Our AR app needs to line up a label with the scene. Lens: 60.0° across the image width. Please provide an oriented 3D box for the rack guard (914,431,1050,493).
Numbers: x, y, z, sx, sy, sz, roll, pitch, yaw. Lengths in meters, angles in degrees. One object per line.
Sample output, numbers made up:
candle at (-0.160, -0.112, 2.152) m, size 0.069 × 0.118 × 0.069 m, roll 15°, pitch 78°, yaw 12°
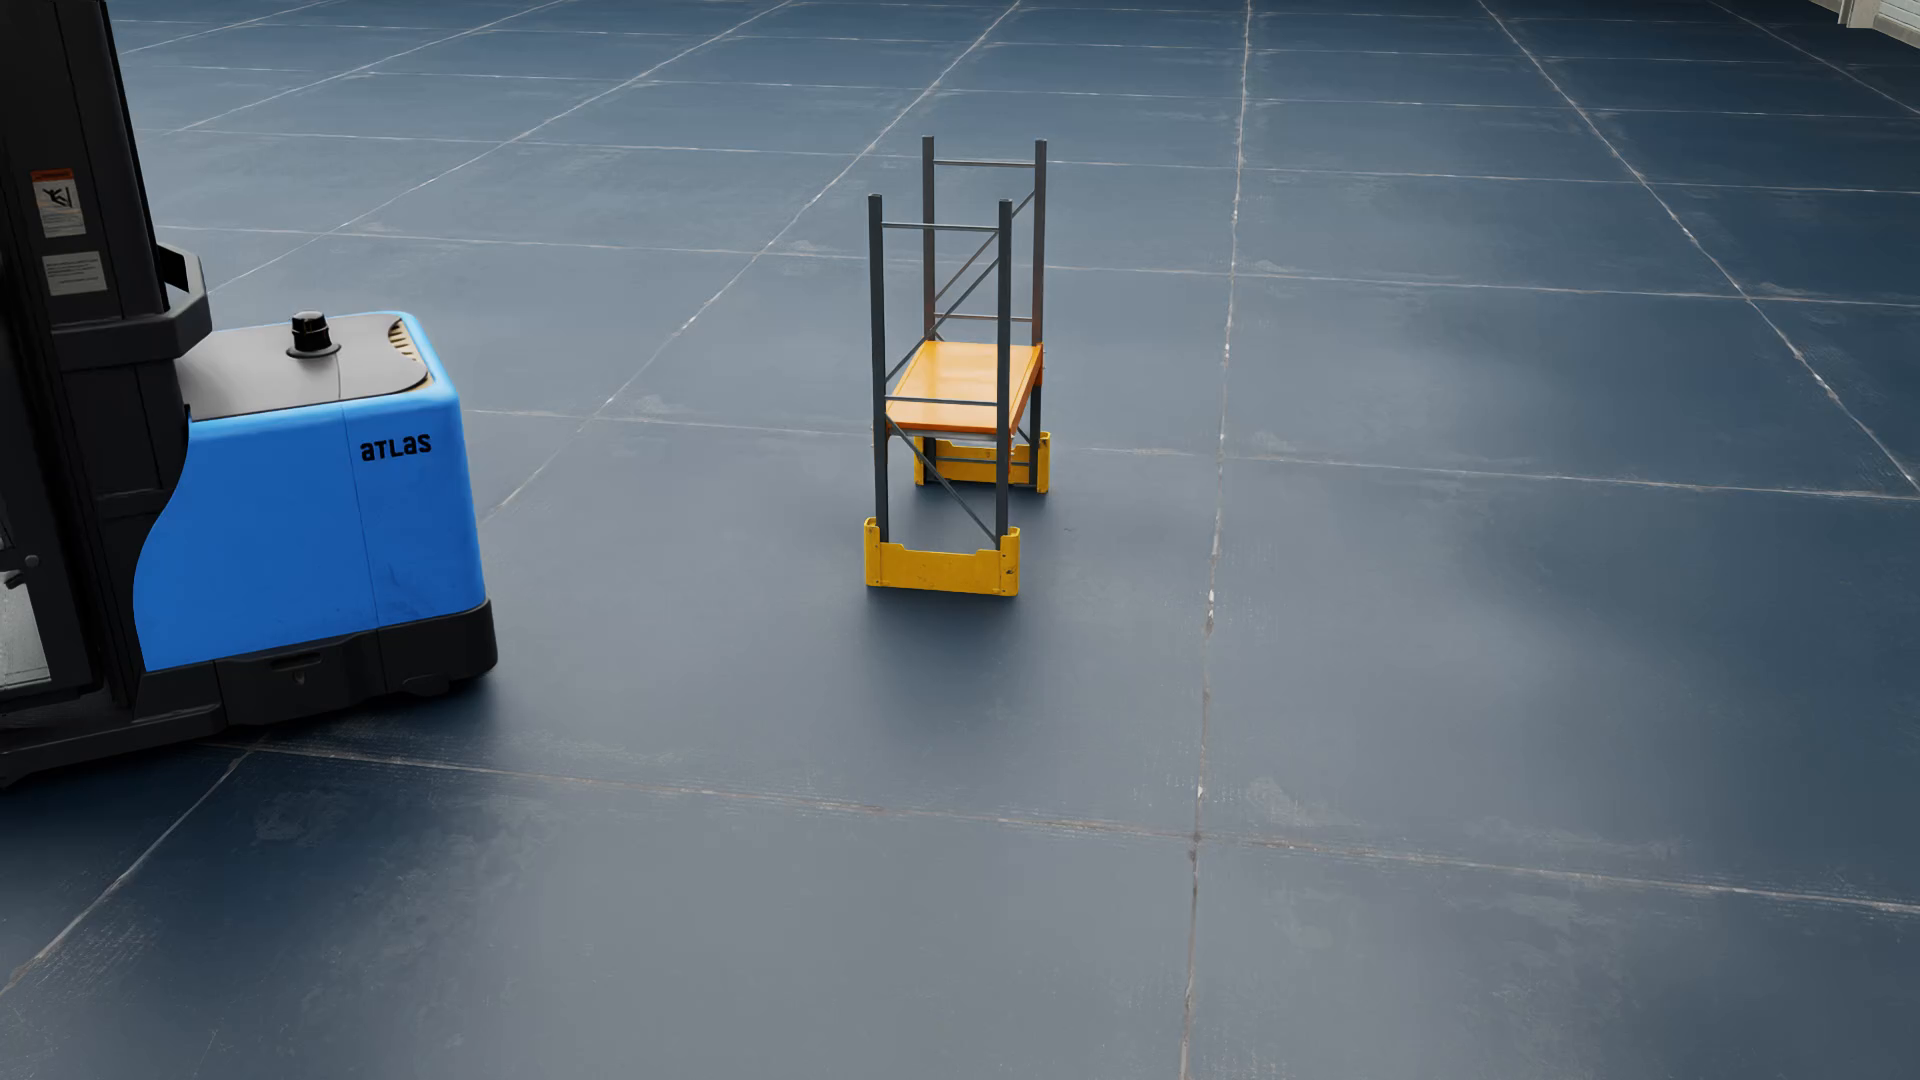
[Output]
rack guard at (0.094, -0.353, 7.210) m, size 0.587 × 0.250 × 0.087 m, roll 4°, pitch 25°, yaw 9°

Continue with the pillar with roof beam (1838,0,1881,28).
pillar with roof beam at (6.478, -10.528, 18.628) m, size 9.100 × 9.000 × 0.400 m, roll 4°, pitch 25°, yaw 9°

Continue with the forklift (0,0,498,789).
forklift at (-3.142, -0.753, 4.900) m, size 3.031 × 2.935 × 1.130 m, roll -11°, pitch 27°, yaw -22°

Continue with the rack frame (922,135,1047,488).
rack frame at (0.097, -0.928, 6.962) m, size 0.500 × 1.500 × 0.032 m, roll 4°, pitch 25°, yaw 9°

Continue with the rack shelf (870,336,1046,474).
rack shelf at (0.014, -0.552, 6.585) m, size 0.538 × 0.185 × 1.000 m, roll 4°, pitch 25°, yaw 9°

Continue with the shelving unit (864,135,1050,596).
shelving unit at (0.012, -0.711, 6.500) m, size 0.587 × 1.500 × 1.083 m, roll 4°, pitch 25°, yaw 9°

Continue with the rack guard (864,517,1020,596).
rack guard at (-0.069, 0.063, 6.320) m, size 0.587 × 0.250 × 0.087 m, roll 4°, pitch 25°, yaw 9°

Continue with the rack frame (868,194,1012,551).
rack frame at (-0.069, -0.502, 6.054) m, size 0.500 × 1.500 × 0.032 m, roll 4°, pitch 25°, yaw 9°
